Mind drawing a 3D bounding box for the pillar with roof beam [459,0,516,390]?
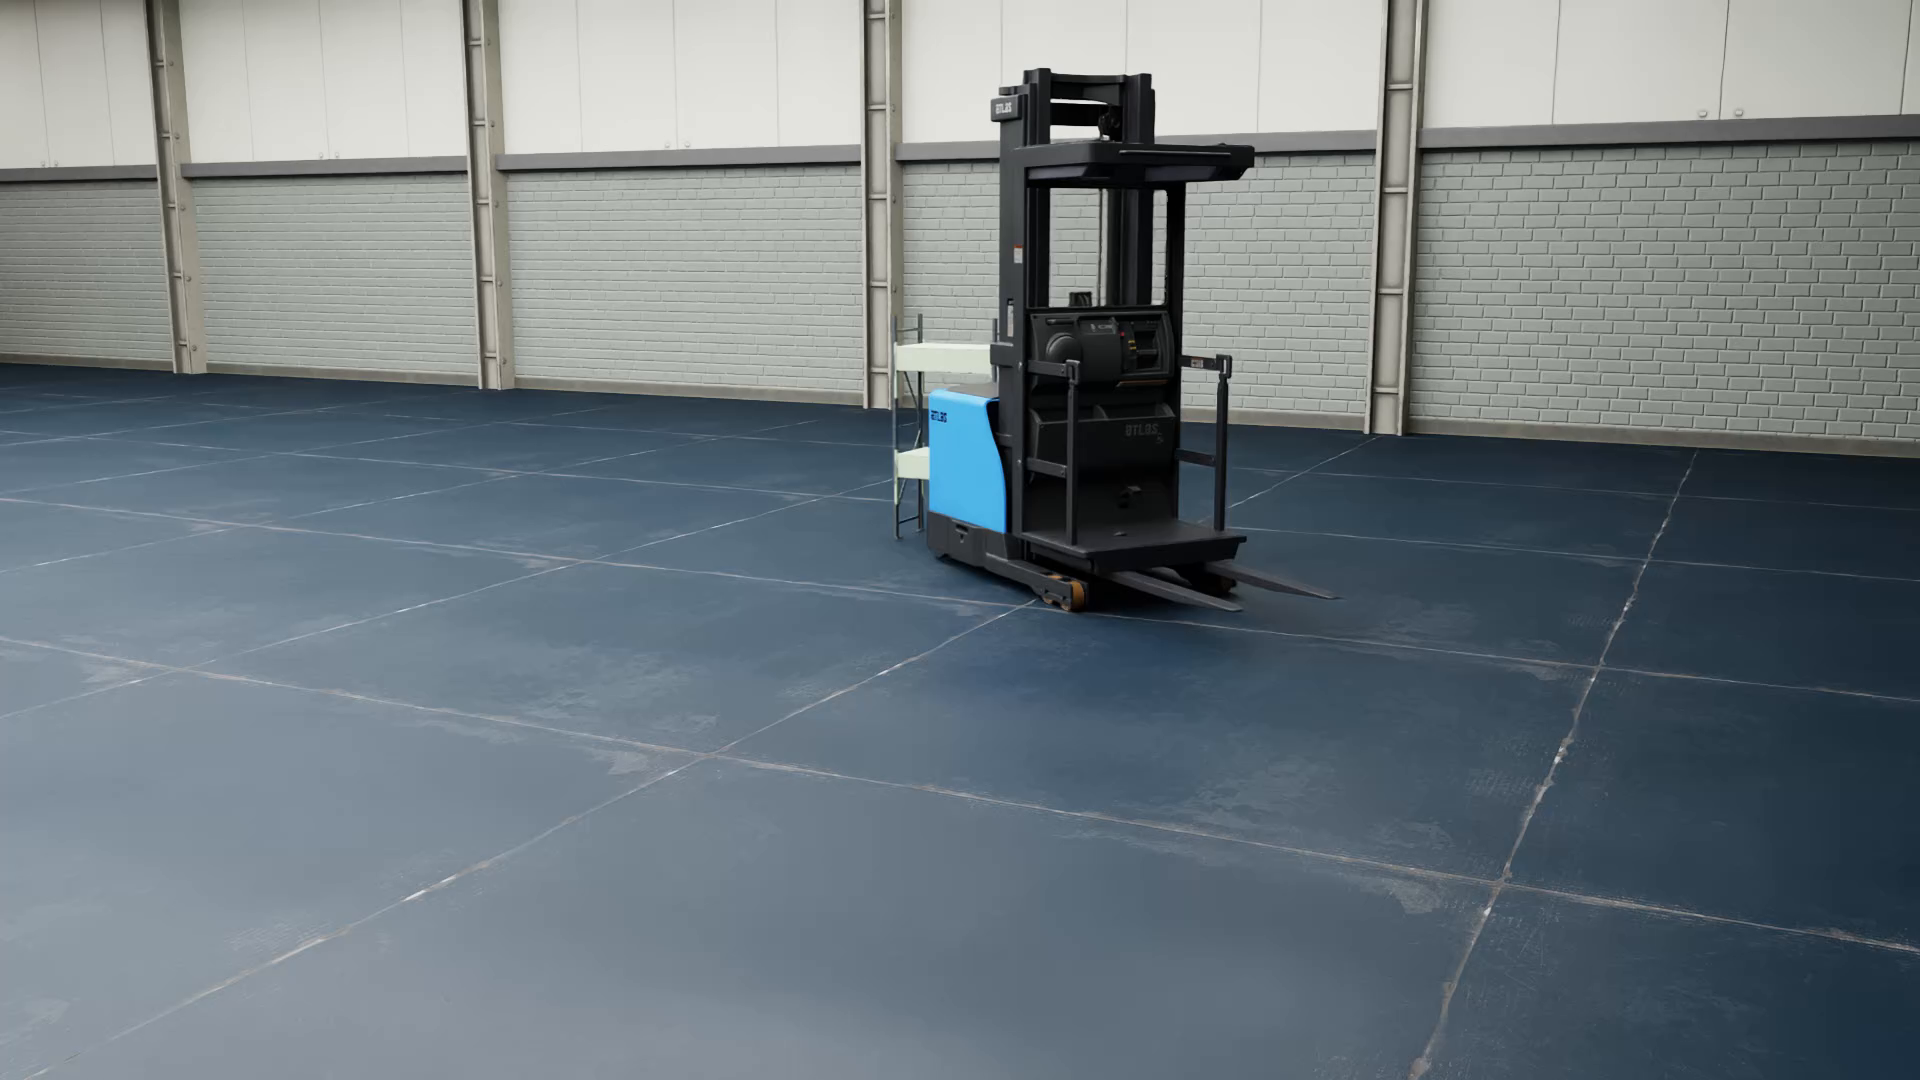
[{"bbox_3d":[-8.203,-5.807,18.046,0.400,9.000,9.100,5,11,26],"label":"pillar with roof beam"}]

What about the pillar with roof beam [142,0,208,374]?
[{"bbox_3d":[-13.584,-6.279,20.659,0.400,9.000,9.100,5,11,26],"label":"pillar with roof beam"}]

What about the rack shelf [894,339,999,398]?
[{"bbox_3d":[-0.024,-1.131,11.079,0.720,0.370,0.431,5,11,26],"label":"rack shelf"}]

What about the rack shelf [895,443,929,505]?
[{"bbox_3d":[-0.024,-0.427,11.206,0.720,0.370,0.431,5,11,26],"label":"rack shelf"}]

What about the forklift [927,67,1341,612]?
[{"bbox_3d":[0.921,-1.145,9.328,1.130,2.935,3.031,-5,12,-27],"label":"forklift"}]

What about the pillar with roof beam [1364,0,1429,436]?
[{"bbox_3d":[2.558,-4.861,12.821,0.400,9.000,9.100,5,11,26],"label":"pillar with roof beam"}]

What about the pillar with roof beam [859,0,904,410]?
[{"bbox_3d":[-2.823,-5.334,15.434,0.400,9.000,9.100,5,11,26],"label":"pillar with roof beam"}]

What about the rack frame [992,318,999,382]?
[{"bbox_3d":[0.305,-0.719,10.990,0.023,1.500,0.400,5,11,26],"label":"rack frame"}]

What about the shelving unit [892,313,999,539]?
[{"bbox_3d":[-0.024,-0.747,11.148,0.755,1.500,0.431,5,11,26],"label":"shelving unit"}]

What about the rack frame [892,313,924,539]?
[{"bbox_3d":[-0.352,-0.776,11.307,0.023,1.500,0.400,5,11,26],"label":"rack frame"}]
